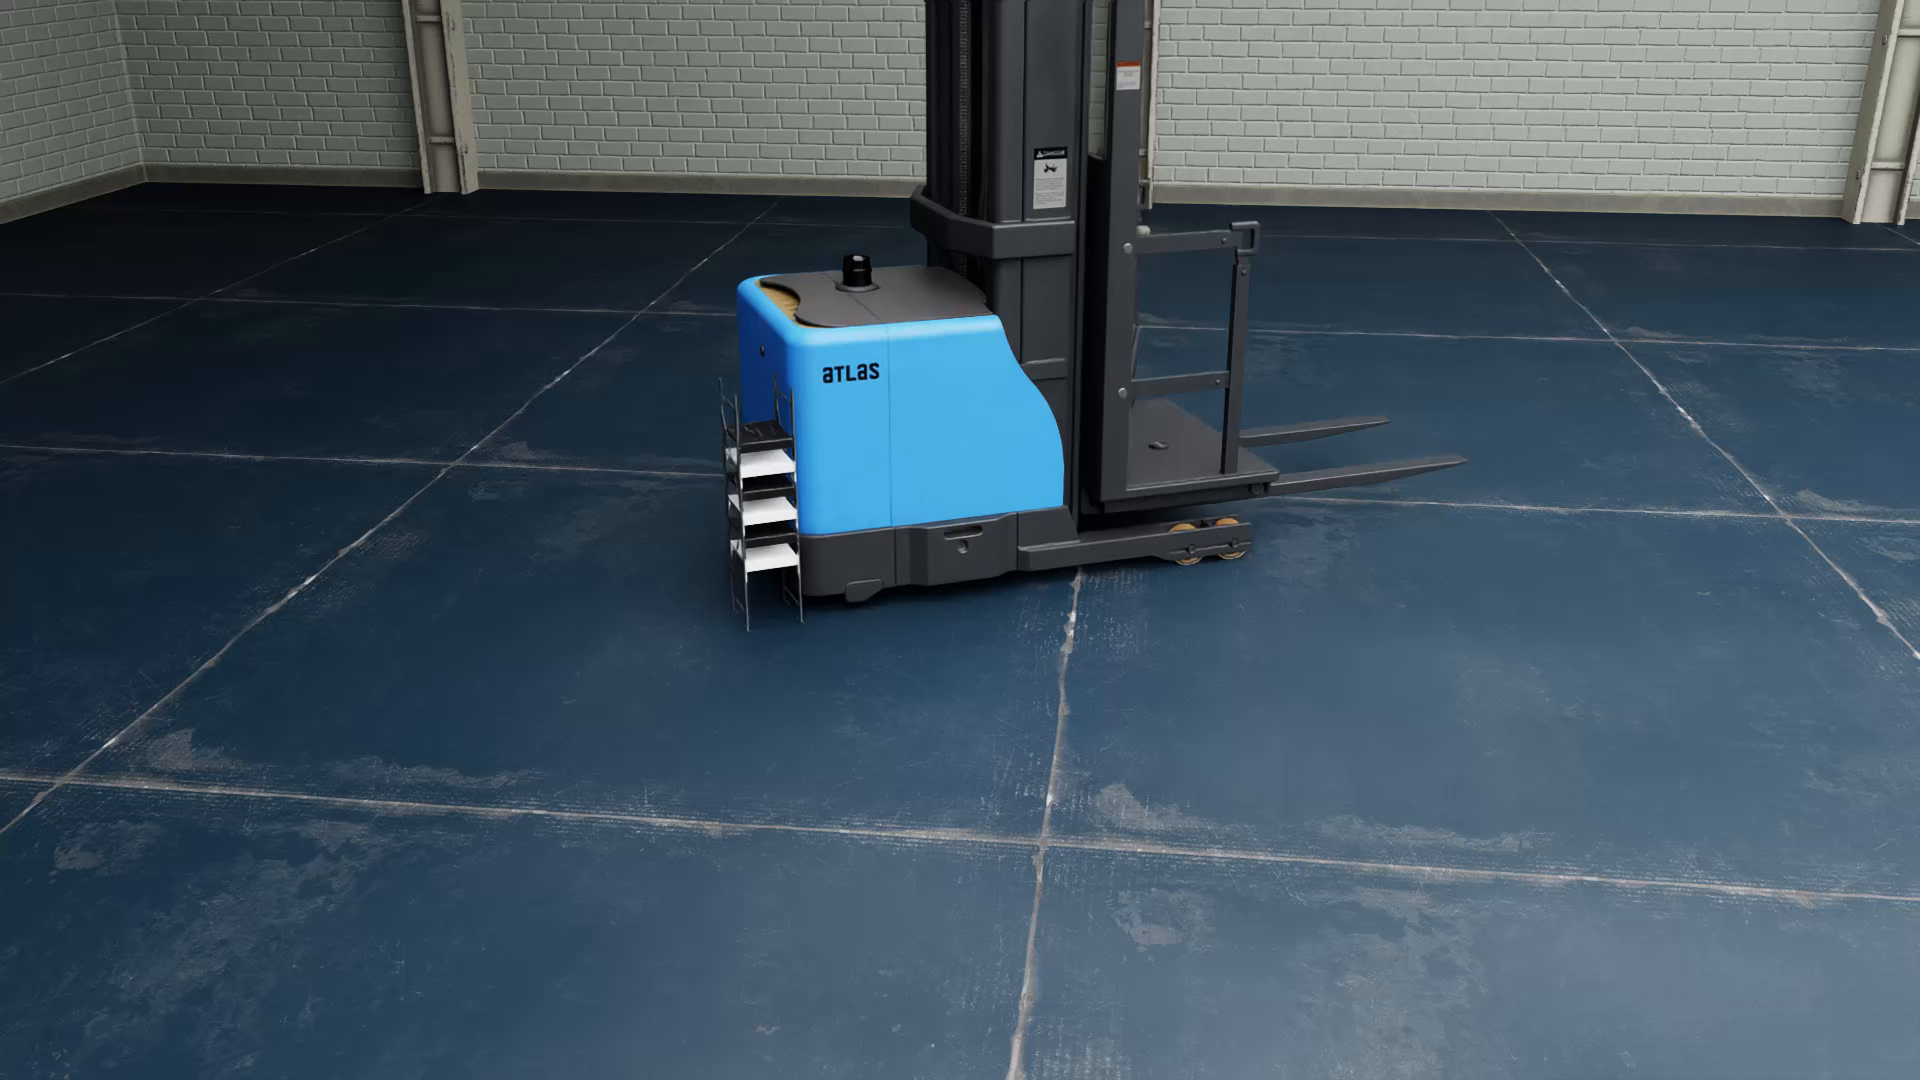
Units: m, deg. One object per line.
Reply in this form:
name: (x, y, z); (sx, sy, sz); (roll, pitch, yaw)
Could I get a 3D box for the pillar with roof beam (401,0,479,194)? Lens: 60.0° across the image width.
pillar with roof beam: (-5.028, -5.723, 9.177); (0.400, 9.000, 9.100); (2, 22, 6)

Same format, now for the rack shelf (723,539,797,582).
rack shelf: (-0.746, 0.059, 6.147); (0.200, 0.077, 0.258); (-12, 24, -27)

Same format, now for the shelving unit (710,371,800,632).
shelving unit: (-0.746, -0.140, 6.068); (0.210, 0.900, 0.258); (-12, 24, -27)

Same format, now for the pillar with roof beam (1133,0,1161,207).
pillar with roof beam: (0.930, -5.464, 8.520); (0.400, 9.000, 9.100); (2, 22, 6)

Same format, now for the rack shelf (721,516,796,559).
rack shelf: (-0.746, -0.025, 6.114); (0.200, 0.077, 0.258); (-12, 24, -27)

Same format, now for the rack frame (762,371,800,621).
rack frame: (-0.657, -0.158, 6.114); (0.006, 0.900, 0.240); (-12, 24, -27)

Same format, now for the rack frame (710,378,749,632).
rack frame: (-0.835, -0.121, 6.023); (0.006, 0.900, 0.240); (-12, 24, -27)

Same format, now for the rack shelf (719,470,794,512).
rack shelf: (-0.746, -0.192, 6.048); (0.200, 0.077, 0.258); (-12, 24, -27)

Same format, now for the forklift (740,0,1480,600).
forklift: (0.673, -1.424, 6.556); (3.031, 2.935, 1.130); (-6, 22, -15)

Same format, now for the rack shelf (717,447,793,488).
rack shelf: (-0.746, -0.276, 6.015); (0.200, 0.077, 0.258); (-12, 24, -27)

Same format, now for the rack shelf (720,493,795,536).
rack shelf: (-0.746, -0.109, 6.081); (0.200, 0.077, 0.258); (-12, 24, -27)

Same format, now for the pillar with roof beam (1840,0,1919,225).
pillar with roof beam: (6.888, -5.204, 7.864); (0.400, 9.000, 9.100); (2, 22, 6)

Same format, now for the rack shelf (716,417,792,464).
rack shelf: (-0.746, -0.360, 5.982); (0.200, 0.077, 0.258); (-12, 24, -27)
